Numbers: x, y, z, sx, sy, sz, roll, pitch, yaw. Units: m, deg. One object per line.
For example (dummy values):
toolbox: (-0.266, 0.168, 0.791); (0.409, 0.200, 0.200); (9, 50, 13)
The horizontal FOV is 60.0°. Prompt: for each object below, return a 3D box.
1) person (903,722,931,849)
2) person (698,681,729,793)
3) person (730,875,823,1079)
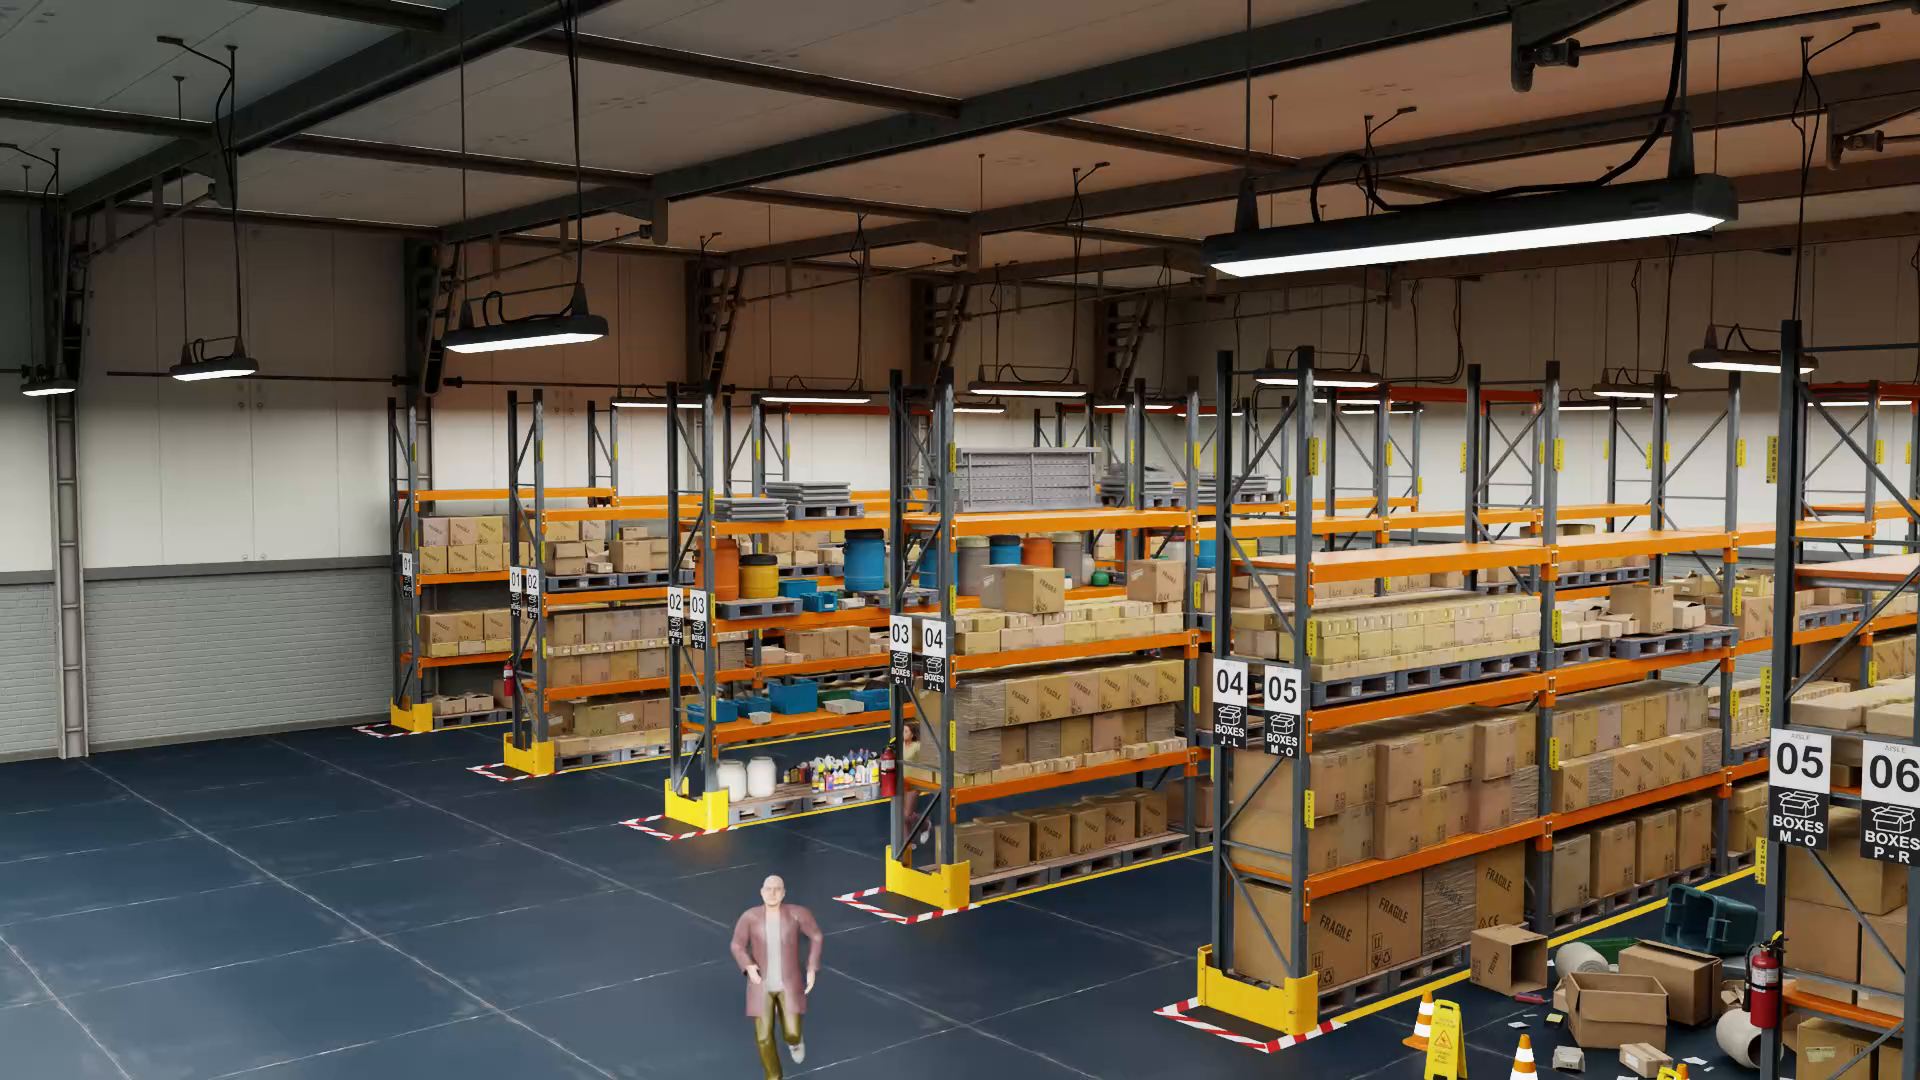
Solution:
person: (-0.637, 3.118, 21.097); (0.585, 1.637, 0.548); (2, 4, 36)
person: (-3.564, 2.903, 24.579); (0.596, 1.648, 0.617); (-3, 5, -45)
person: (-1.466, 3.539, 13.275); (0.741, 1.741, 0.676); (0, 3, -5)
